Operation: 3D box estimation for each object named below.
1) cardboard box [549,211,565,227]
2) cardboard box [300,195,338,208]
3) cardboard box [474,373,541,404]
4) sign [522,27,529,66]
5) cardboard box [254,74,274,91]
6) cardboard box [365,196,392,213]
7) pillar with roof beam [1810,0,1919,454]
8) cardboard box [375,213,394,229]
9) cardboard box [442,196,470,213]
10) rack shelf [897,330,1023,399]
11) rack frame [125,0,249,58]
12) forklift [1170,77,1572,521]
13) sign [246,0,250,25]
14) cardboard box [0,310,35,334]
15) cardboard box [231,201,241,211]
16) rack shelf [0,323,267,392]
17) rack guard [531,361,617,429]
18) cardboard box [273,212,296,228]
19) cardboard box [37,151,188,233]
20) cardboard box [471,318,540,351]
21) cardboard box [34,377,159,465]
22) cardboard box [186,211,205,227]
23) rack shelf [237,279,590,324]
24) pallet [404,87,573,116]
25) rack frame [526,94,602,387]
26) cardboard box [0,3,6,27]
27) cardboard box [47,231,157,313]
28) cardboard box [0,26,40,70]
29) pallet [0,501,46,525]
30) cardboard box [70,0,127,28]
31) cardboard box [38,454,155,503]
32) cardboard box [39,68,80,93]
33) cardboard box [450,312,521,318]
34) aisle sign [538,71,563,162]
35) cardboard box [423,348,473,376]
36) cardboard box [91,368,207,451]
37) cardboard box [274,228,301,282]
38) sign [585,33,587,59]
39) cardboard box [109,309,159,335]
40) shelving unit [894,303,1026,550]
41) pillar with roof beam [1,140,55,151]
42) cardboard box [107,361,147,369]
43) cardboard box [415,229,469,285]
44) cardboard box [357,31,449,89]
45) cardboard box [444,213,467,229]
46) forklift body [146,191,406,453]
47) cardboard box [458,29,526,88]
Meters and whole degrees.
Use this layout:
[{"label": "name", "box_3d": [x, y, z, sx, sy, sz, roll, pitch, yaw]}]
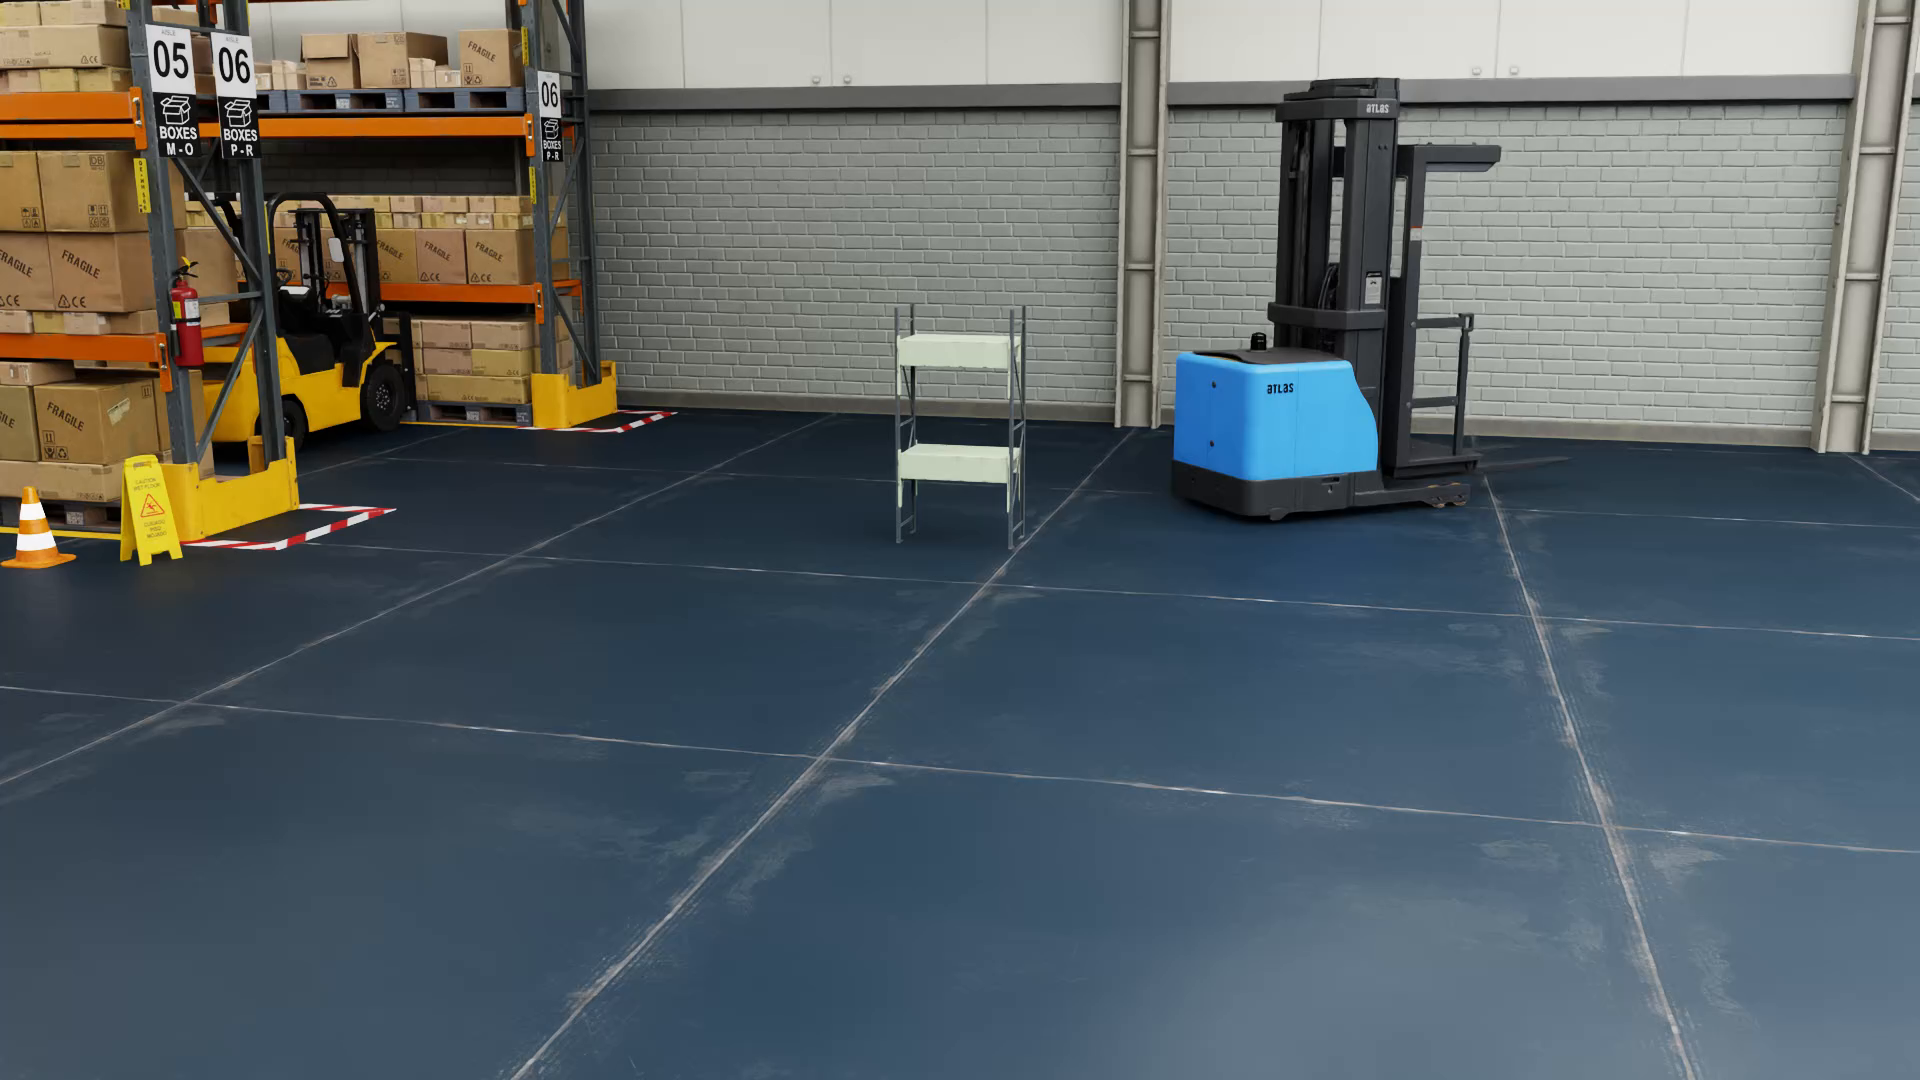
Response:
[{"label": "cardboard box", "box_3d": [-3.968, -3.062, 15.881, 0.250, 0.149, 0.380, 3, 13, 12]}, {"label": "cardboard box", "box_3d": [-6.076, -3.213, 15.877, 0.250, 0.149, 0.380, 3, 13, 13]}, {"label": "cardboard box", "box_3d": [-4.233, -1.445, 15.699, 0.500, 0.250, 0.500, 3, 13, 14]}, {"label": "sign", "box_3d": [-3.844, -4.369, 14.713, 0.005, 0.325, 0.100, 3, 13, 14]}, {"label": "cardboard box", "box_3d": [-6.475, -4.300, 15.645, 0.250, 0.149, 0.380, 3, 13, 15]}, {"label": "cardboard box", "box_3d": [-5.362, -3.154, 15.611, 0.250, 0.149, 0.380, 3, 13, 15]}, {"label": "pillar with roof beam", "box_3d": [6.458, -4.251, 9.117, 0.400, 9.000, 9.100, 3, 13, 14]}, {"label": "cardboard box", "box_3d": [-5.356, -3.010, 15.648, 0.250, 0.149, 0.380, 3, 13, 14]}, {"label": "cardboard box", "box_3d": [-4.607, -3.123, 15.471, 0.250, 0.149, 0.380, 3, 13, 15]}, {"label": "rack shelf", "box_3d": [0.006, -1.113, 10.485, 0.720, 0.370, 0.431, 3, 13, 14]}, {"label": "rack frame", "box_3d": [-4.886, -4.509, 10.281, 0.127, 3.000, 1.000, 3, 13, 14]}, {"label": "forklift", "box_3d": [3.074, -1.752, 11.865, 3.031, 2.935, 1.130, -6, 14, -24]}, {"label": "sign", "box_3d": [-4.757, -3.585, 11.026, 0.005, 0.325, 0.100, 3, 13, 14]}, {"label": "cardboard box", "box_3d": [-6.074, -1.447, 10.909, 0.250, 0.149, 0.380, 3, 13, 15]}, {"label": "cardboard box", "box_3d": [-6.821, -3.258, 16.076, 0.250, 0.149, 0.380, 3, 13, 12]}, {"label": "rack shelf", "box_3d": [-6.828, -1.333, 11.477, 4.000, 0.370, 1.077, 3, 13, 14]}, {"label": "rack guard", "box_3d": [-3.677, -1.403, 15.902, 0.348, 0.500, 1.175, 3, 13, 14]}, {"label": "cardboard box", "box_3d": [-6.350, -3.062, 15.883, 0.250, 0.149, 0.380, 3, 13, 13]}, {"label": "cardboard box", "box_3d": [-5.435, -2.243, 10.692, 0.500, 0.500, 0.700, 3, 13, 12]}, {"label": "cardboard box", "box_3d": [-4.223, -1.933, 15.593, 0.500, 0.250, 0.500, 4, 13, 15]}, {"label": "cardboard box", "box_3d": [-5.727, -0.796, 11.042, 0.500, 0.500, 0.500, 3, 13, 14]}, {"label": "cardboard box", "box_3d": [-7.338, -3.125, 16.167, 0.250, 0.149, 0.380, 3, 13, 13]}, {"label": "rack shelf", "box_3d": [-5.643, -2.377, 16.182, 4.000, 0.370, 1.077, 3, 13, 14]}, {"label": "pallet", "box_3d": [-4.381, -4.088, 15.511, 1.213, 0.211, 1.003, 3, 13, 14]}, {"label": "rack frame", "box_3d": [-3.701, -2.624, 15.636, 0.127, 3.000, 1.000, 3, 13, 14]}, {"label": "cardboard box", "box_3d": [-6.013, -3.322, 10.593, 0.250, 0.149, 0.380, 3, 13, 14]}, {"label": "cardboard box", "box_3d": [-5.479, -1.744, 10.754, 0.500, 0.500, 0.500, 3, 13, 13]}, {"label": "cardboard box", "box_3d": [-5.933, -3.116, 10.586, 0.500, 0.250, 0.500, 3, 13, 13]}, {"label": "pallet", "box_3d": [-6.921, -0.336, 11.762, 1.213, 0.211, 1.003, 3, 13, 14]}, {"label": "cardboard box", "box_3d": [-5.286, -3.267, 10.346, 0.250, 0.149, 0.380, 3, 13, 14]}, {"label": "cardboard box", "box_3d": [-5.759, -0.429, 11.123, 0.500, 0.250, 0.500, 3, 13, 13]}, {"label": "cardboard box", "box_3d": [-5.549, -2.888, 10.479, 0.250, 0.149, 0.380, 3, 13, 14]}, {"label": "cardboard box", "box_3d": [-4.608, -2.065, 16.186, 0.500, 0.250, 0.500, 3, 13, 14]}, {"label": "aisle sign", "box_3d": [-3.707, -3.828, 15.061, 0.004, 0.787, 0.394, 3, 13, 14]}, {"label": "cardboard box", "box_3d": [-4.733, -1.719, 15.780, 0.500, 0.250, 0.500, 3, 13, 13]}, {"label": "cardboard box", "box_3d": [-5.627, -0.910, 11.558, 0.500, 0.500, 0.500, 3, 13, 12]}, {"label": "cardboard box", "box_3d": [-6.215, -2.753, 15.986, 0.500, 0.500, 0.500, 3, 13, 13]}, {"label": "sign", "box_3d": [-3.562, -4.670, 15.733, 0.005, 0.325, 0.100, 3, 13, 14]}, {"label": "cardboard box", "box_3d": [-5.301, -1.432, 10.843, 0.250, 0.149, 0.380, 4, 13, 15]}, {"label": "shelving unit", "box_3d": [0.006, -0.732, 10.570, 0.755, 1.500, 0.431, 3, 13, 14]}, {"label": "pillar with roof beam", "box_3d": [-11.018, -5.185, 13.327, 0.400, 9.000, 9.100, 3, 13, 14]}, {"label": "cardboard box", "box_3d": [-8.094, -1.902, 16.895, 0.625, 0.625, 0.875, 4, 13, 16]}, {"label": "cardboard box", "box_3d": [-4.743, -2.672, 15.622, 0.500, 0.500, 0.500, 3, 13, 15]}, {"label": "cardboard box", "box_3d": [-5.159, -4.437, 15.451, 0.500, 0.500, 0.700, 3, 13, 14]}, {"label": "cardboard box", "box_3d": [-4.597, -2.982, 15.521, 0.250, 0.149, 0.380, 3, 13, 15]}, {"label": "forklift body", "box_3d": [-5.979, -1.925, 14.443, 1.214, 2.155, 2.313, 3, 13, 14]}, {"label": "cardboard box", "box_3d": [-4.189, -4.363, 15.117, 0.500, 0.500, 0.500, 3, 13, 15]}]
